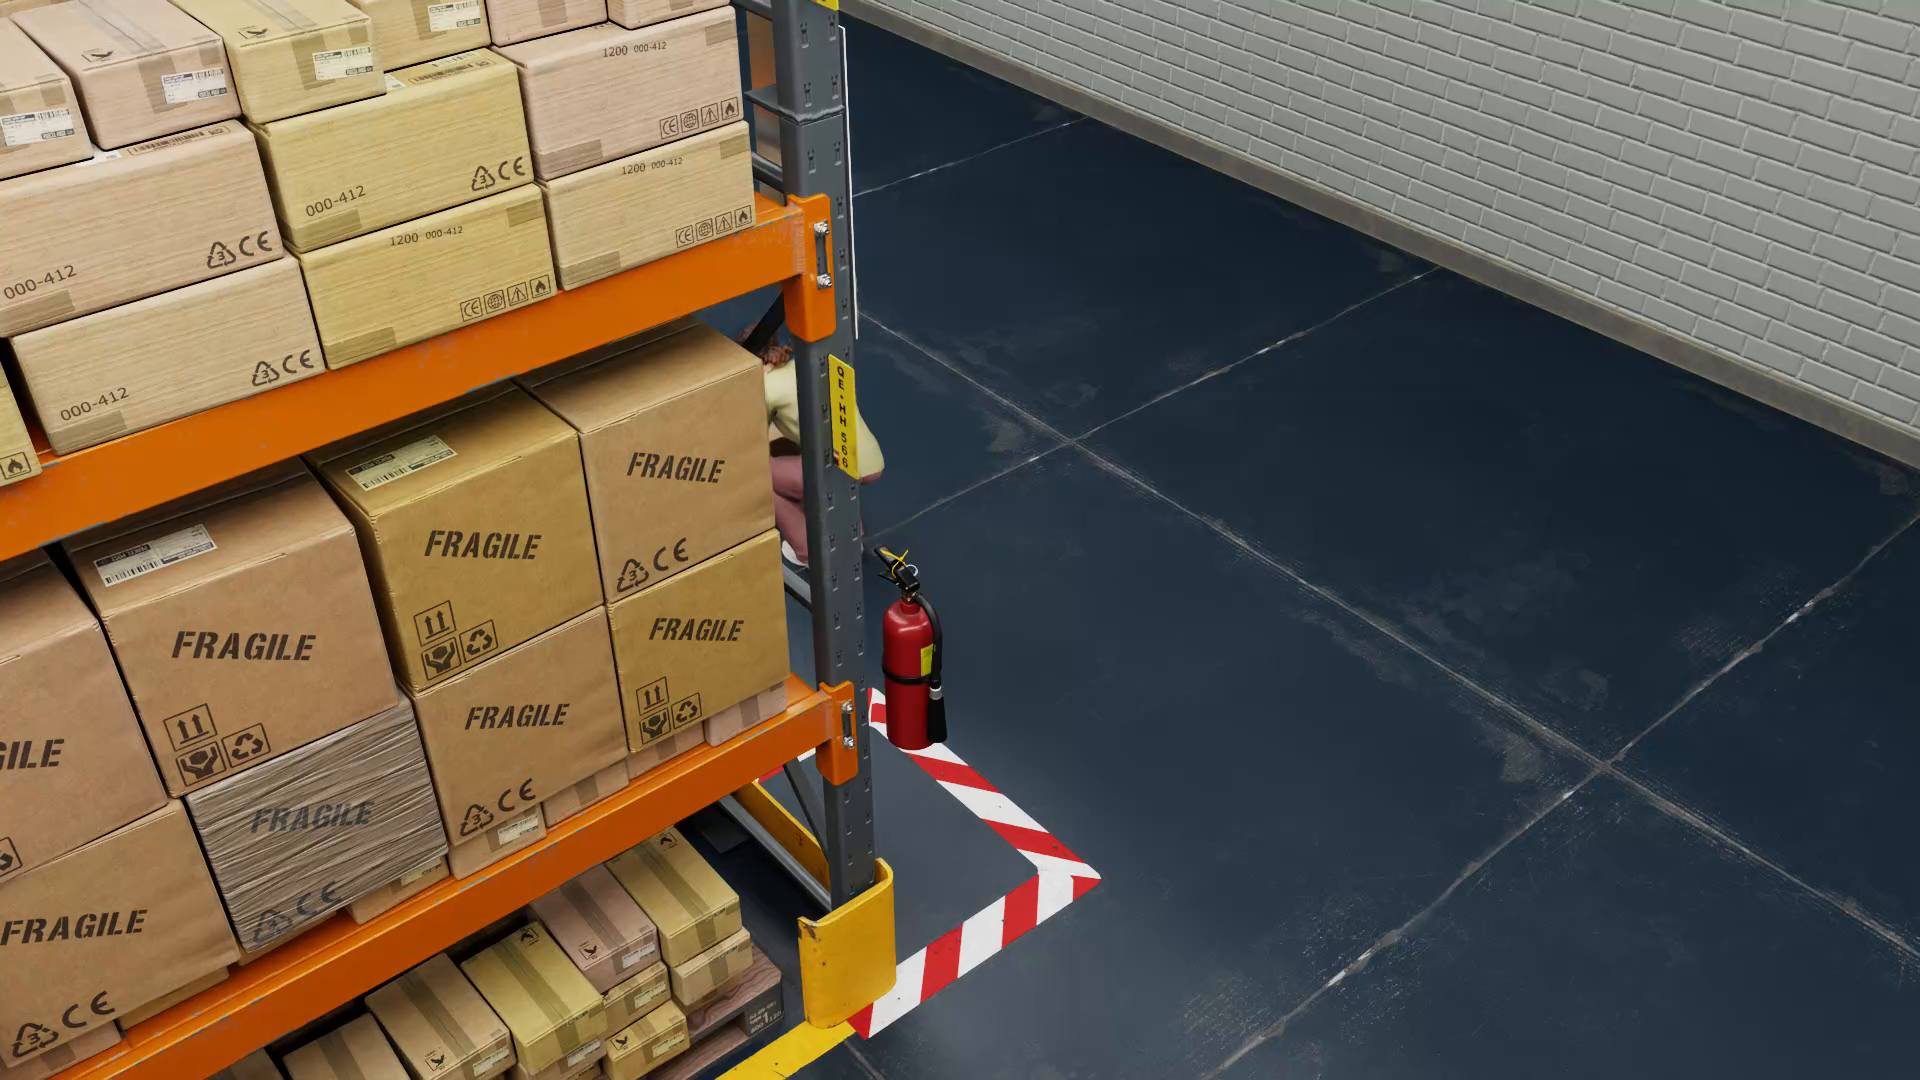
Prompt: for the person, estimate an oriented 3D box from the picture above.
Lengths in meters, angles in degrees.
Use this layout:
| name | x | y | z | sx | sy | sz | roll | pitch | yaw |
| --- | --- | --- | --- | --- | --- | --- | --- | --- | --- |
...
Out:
| name | x | y | z | sx | sy | sz | roll | pitch | yaw |
| --- | --- | --- | --- | --- | --- | --- | --- | --- | --- |
| person | -0.680 | -0.379 | 7.223 | 0.490 | 1.028 | 0.764 | -26 | 44 | -31 |
